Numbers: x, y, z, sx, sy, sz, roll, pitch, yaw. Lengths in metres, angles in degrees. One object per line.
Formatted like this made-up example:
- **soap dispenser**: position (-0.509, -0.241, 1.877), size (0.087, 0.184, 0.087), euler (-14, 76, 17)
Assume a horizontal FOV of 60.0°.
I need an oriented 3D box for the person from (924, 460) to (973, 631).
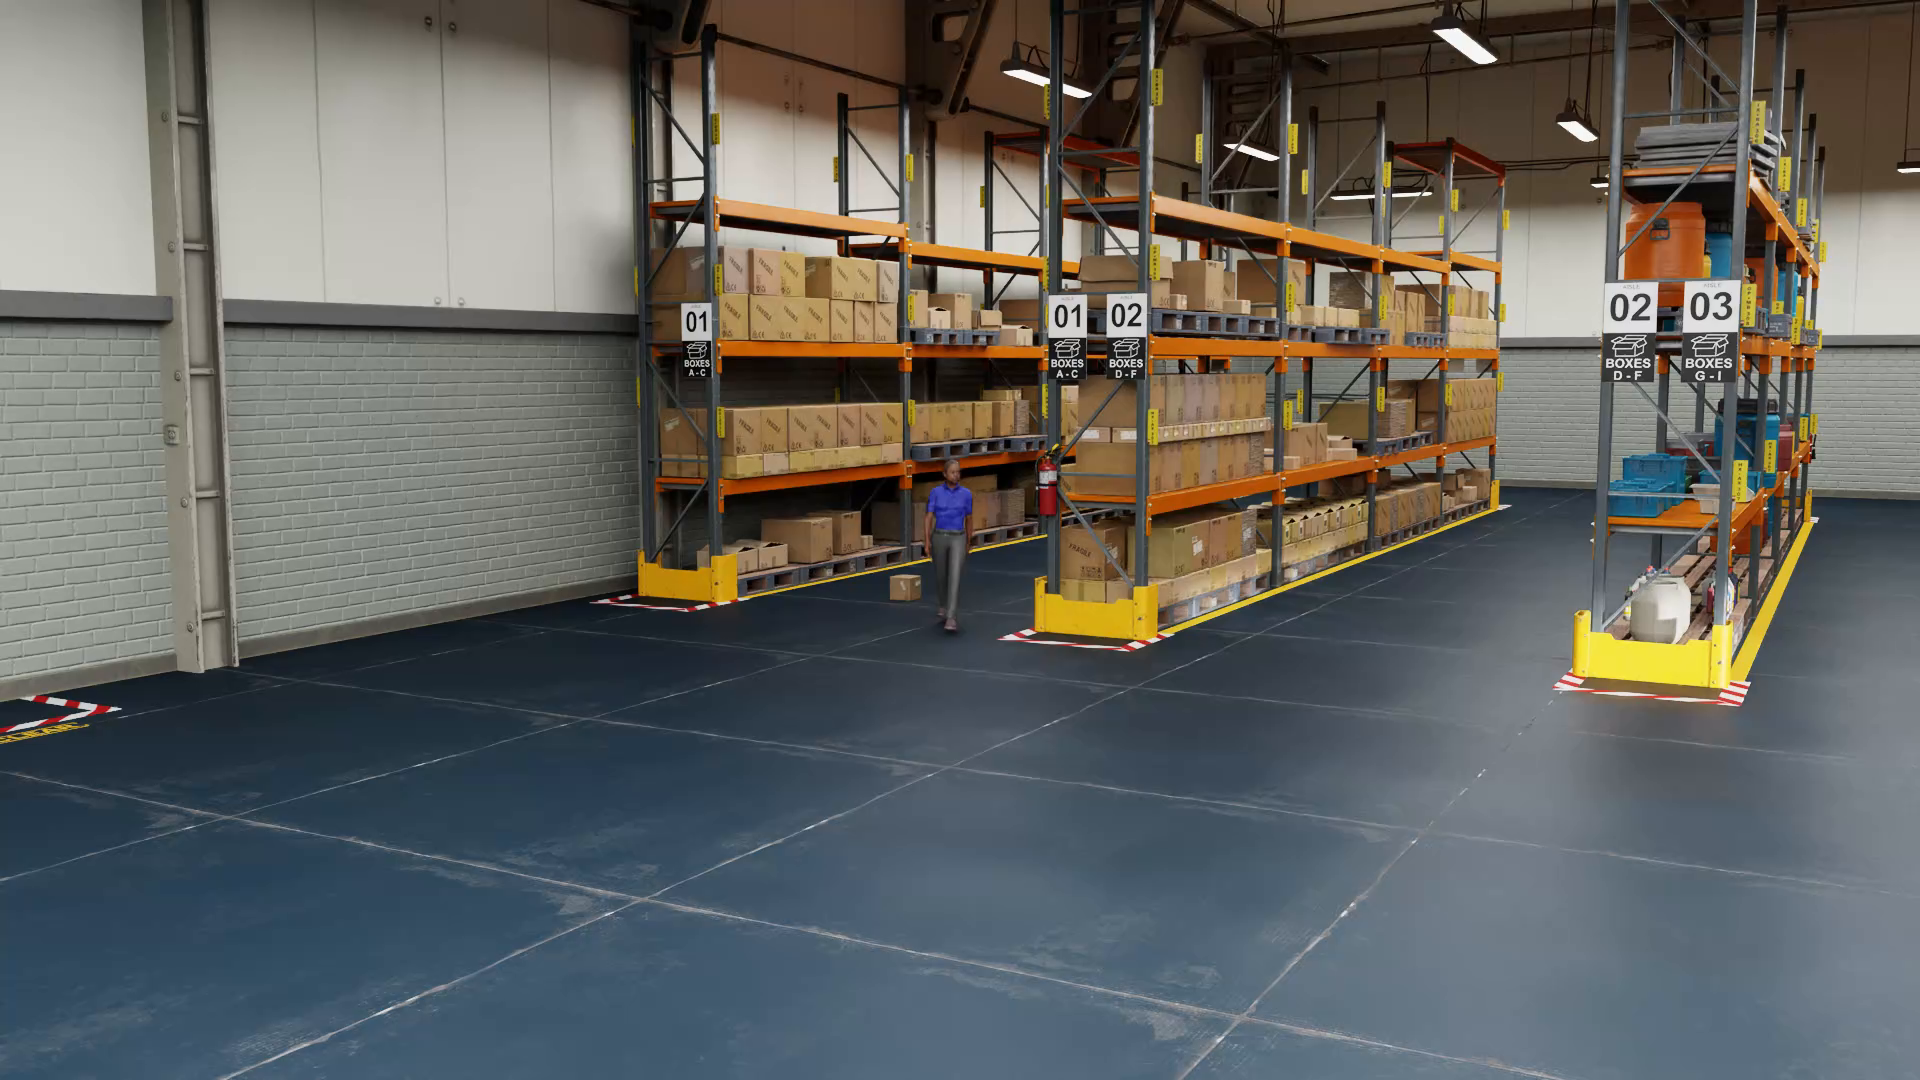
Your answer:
- **person**: position (-0.114, 0.027, 16.100), size (0.467, 1.606, 0.973), euler (0, 6, 3)
